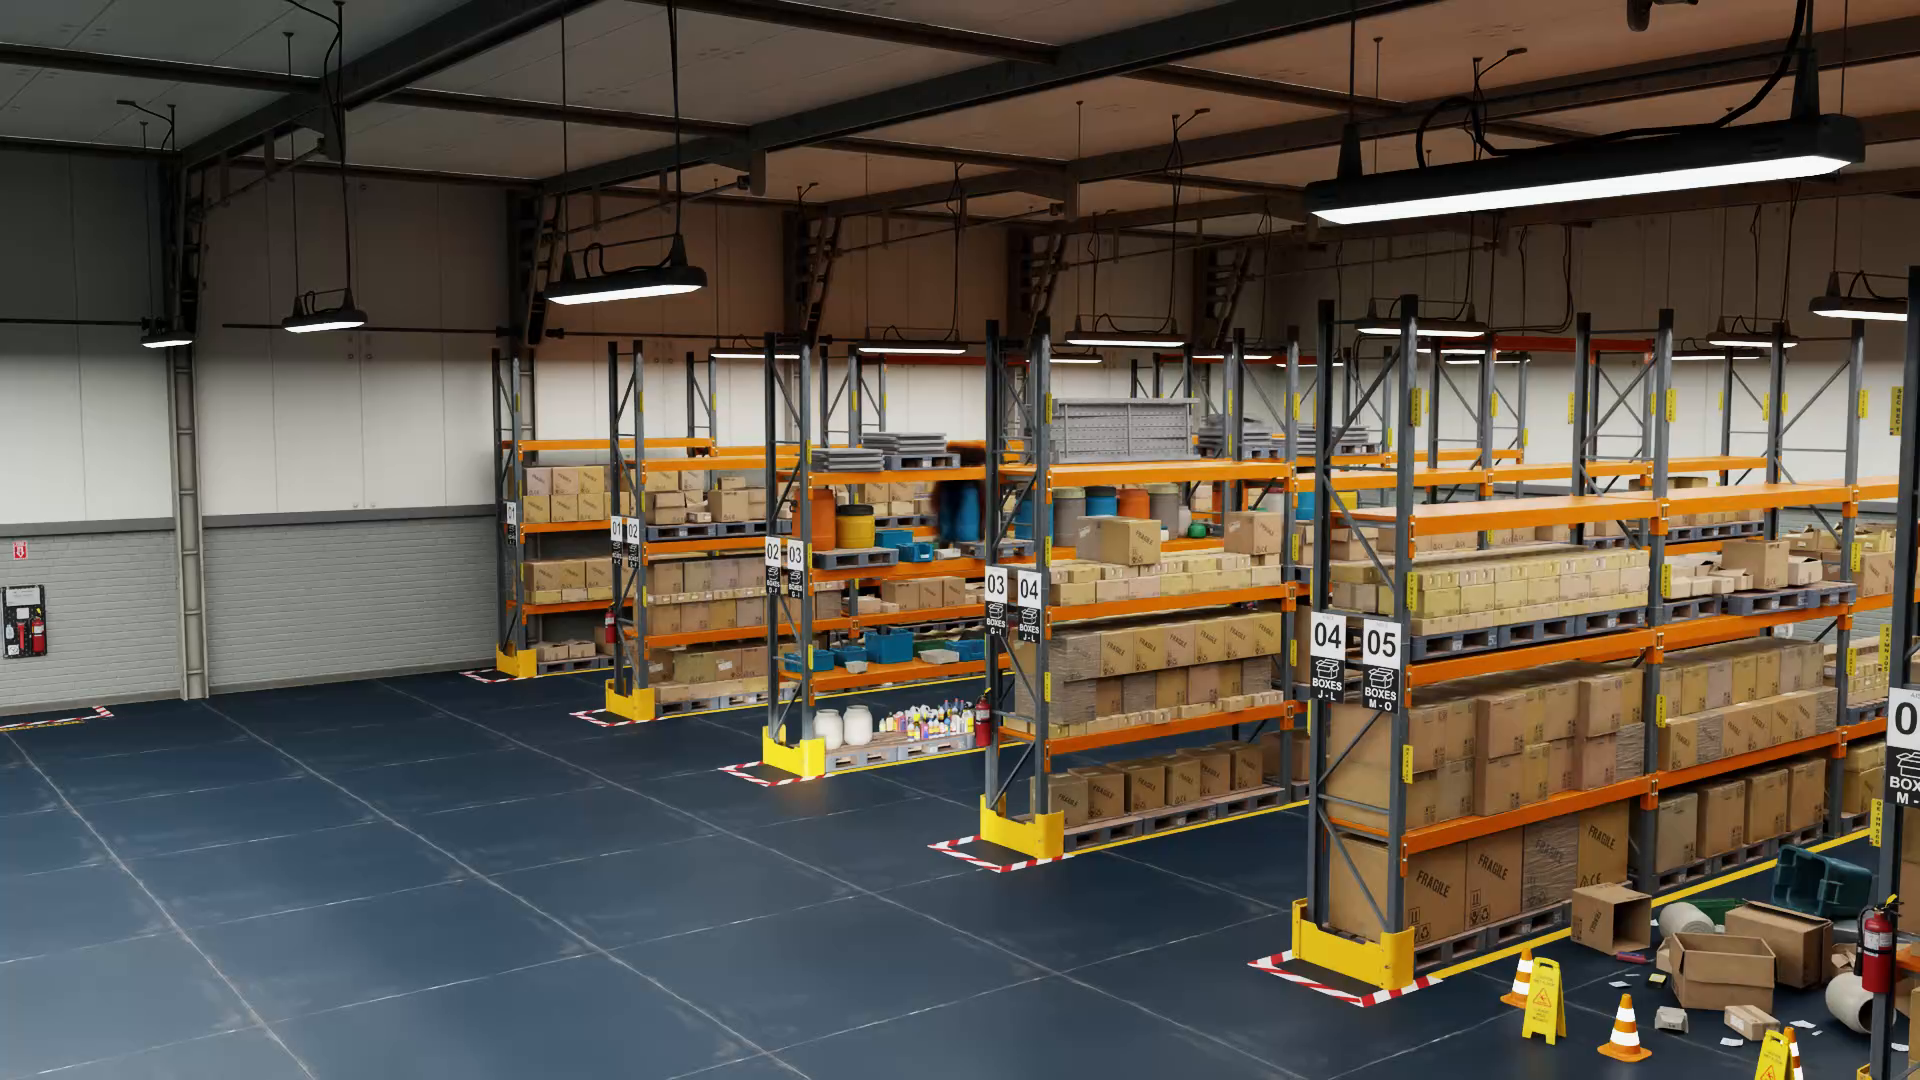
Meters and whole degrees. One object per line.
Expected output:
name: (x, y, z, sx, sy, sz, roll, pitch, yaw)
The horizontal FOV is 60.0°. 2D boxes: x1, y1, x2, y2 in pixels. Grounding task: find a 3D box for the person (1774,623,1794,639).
person: (14.721, 1.686, 29.986, 0.475, 1.665, 0.598, 0, 5, 2)
